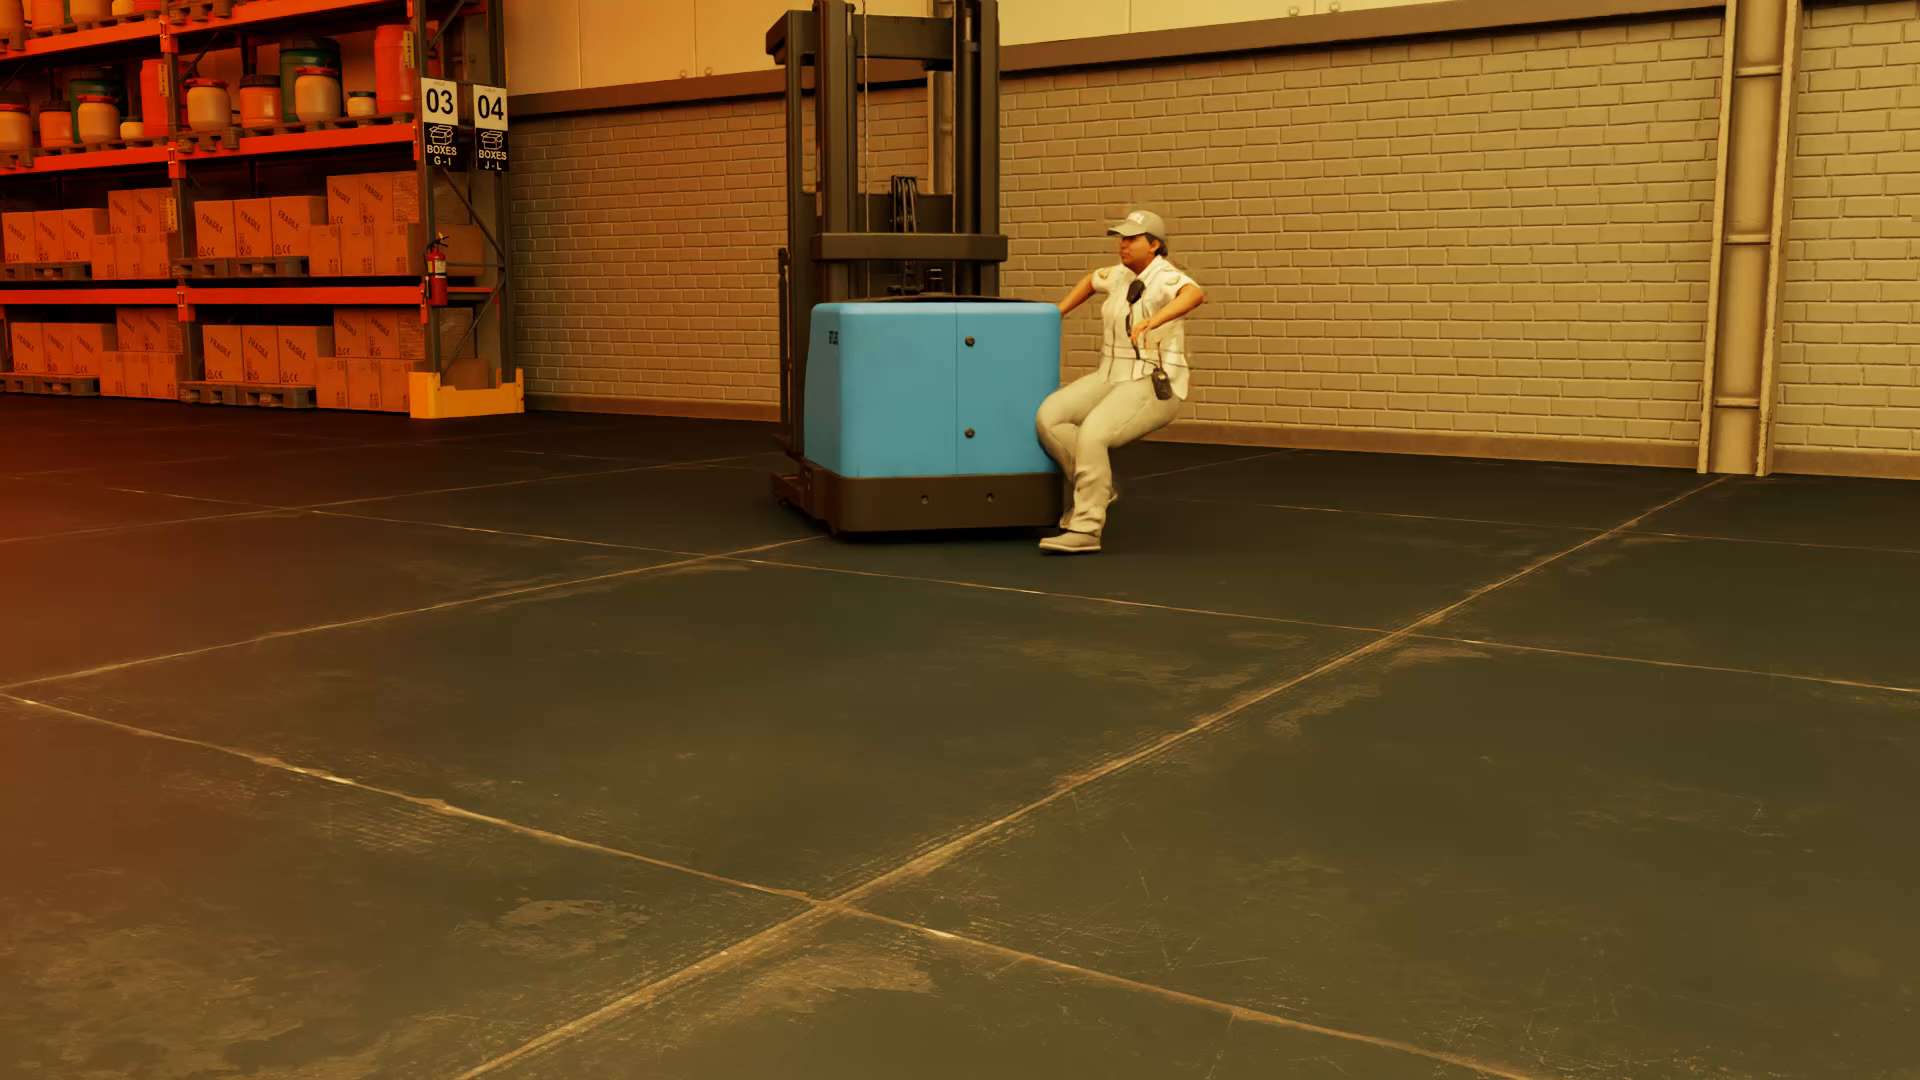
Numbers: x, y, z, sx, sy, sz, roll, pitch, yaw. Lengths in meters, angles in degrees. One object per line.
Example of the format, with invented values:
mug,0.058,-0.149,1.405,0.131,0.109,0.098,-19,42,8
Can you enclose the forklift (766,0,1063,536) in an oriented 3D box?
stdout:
forklift,-0.399,-1.637,8.702,1.130,2.935,3.031,-2,8,-15

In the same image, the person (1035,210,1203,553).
person,0.624,-0.713,7.352,0.809,1.473,1.039,-4,9,-28
